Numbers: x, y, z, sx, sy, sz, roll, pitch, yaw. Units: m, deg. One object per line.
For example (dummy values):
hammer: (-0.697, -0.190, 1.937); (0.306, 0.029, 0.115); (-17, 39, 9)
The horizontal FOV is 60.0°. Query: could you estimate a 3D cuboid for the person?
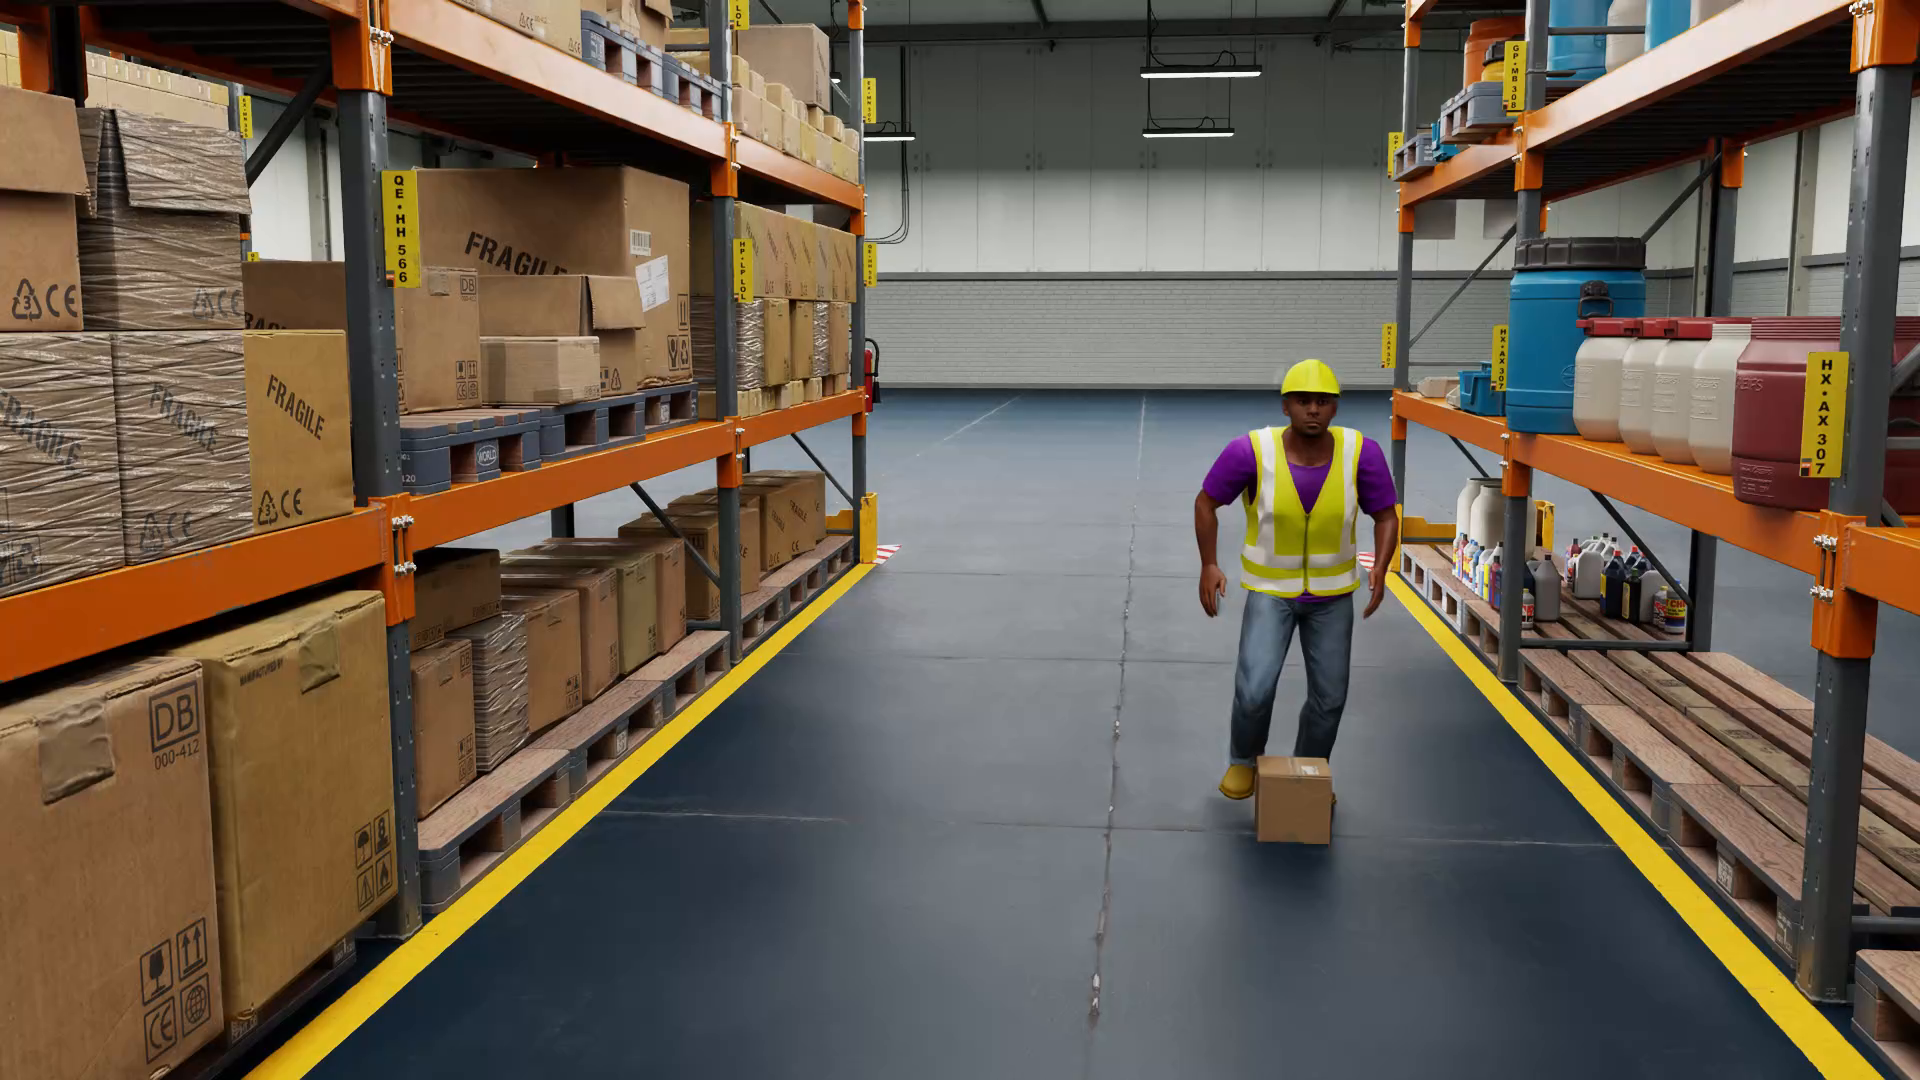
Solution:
person: (1.228, 0.182, 6.098); (0.725, 1.691, 0.635); (0, 8, 2)
